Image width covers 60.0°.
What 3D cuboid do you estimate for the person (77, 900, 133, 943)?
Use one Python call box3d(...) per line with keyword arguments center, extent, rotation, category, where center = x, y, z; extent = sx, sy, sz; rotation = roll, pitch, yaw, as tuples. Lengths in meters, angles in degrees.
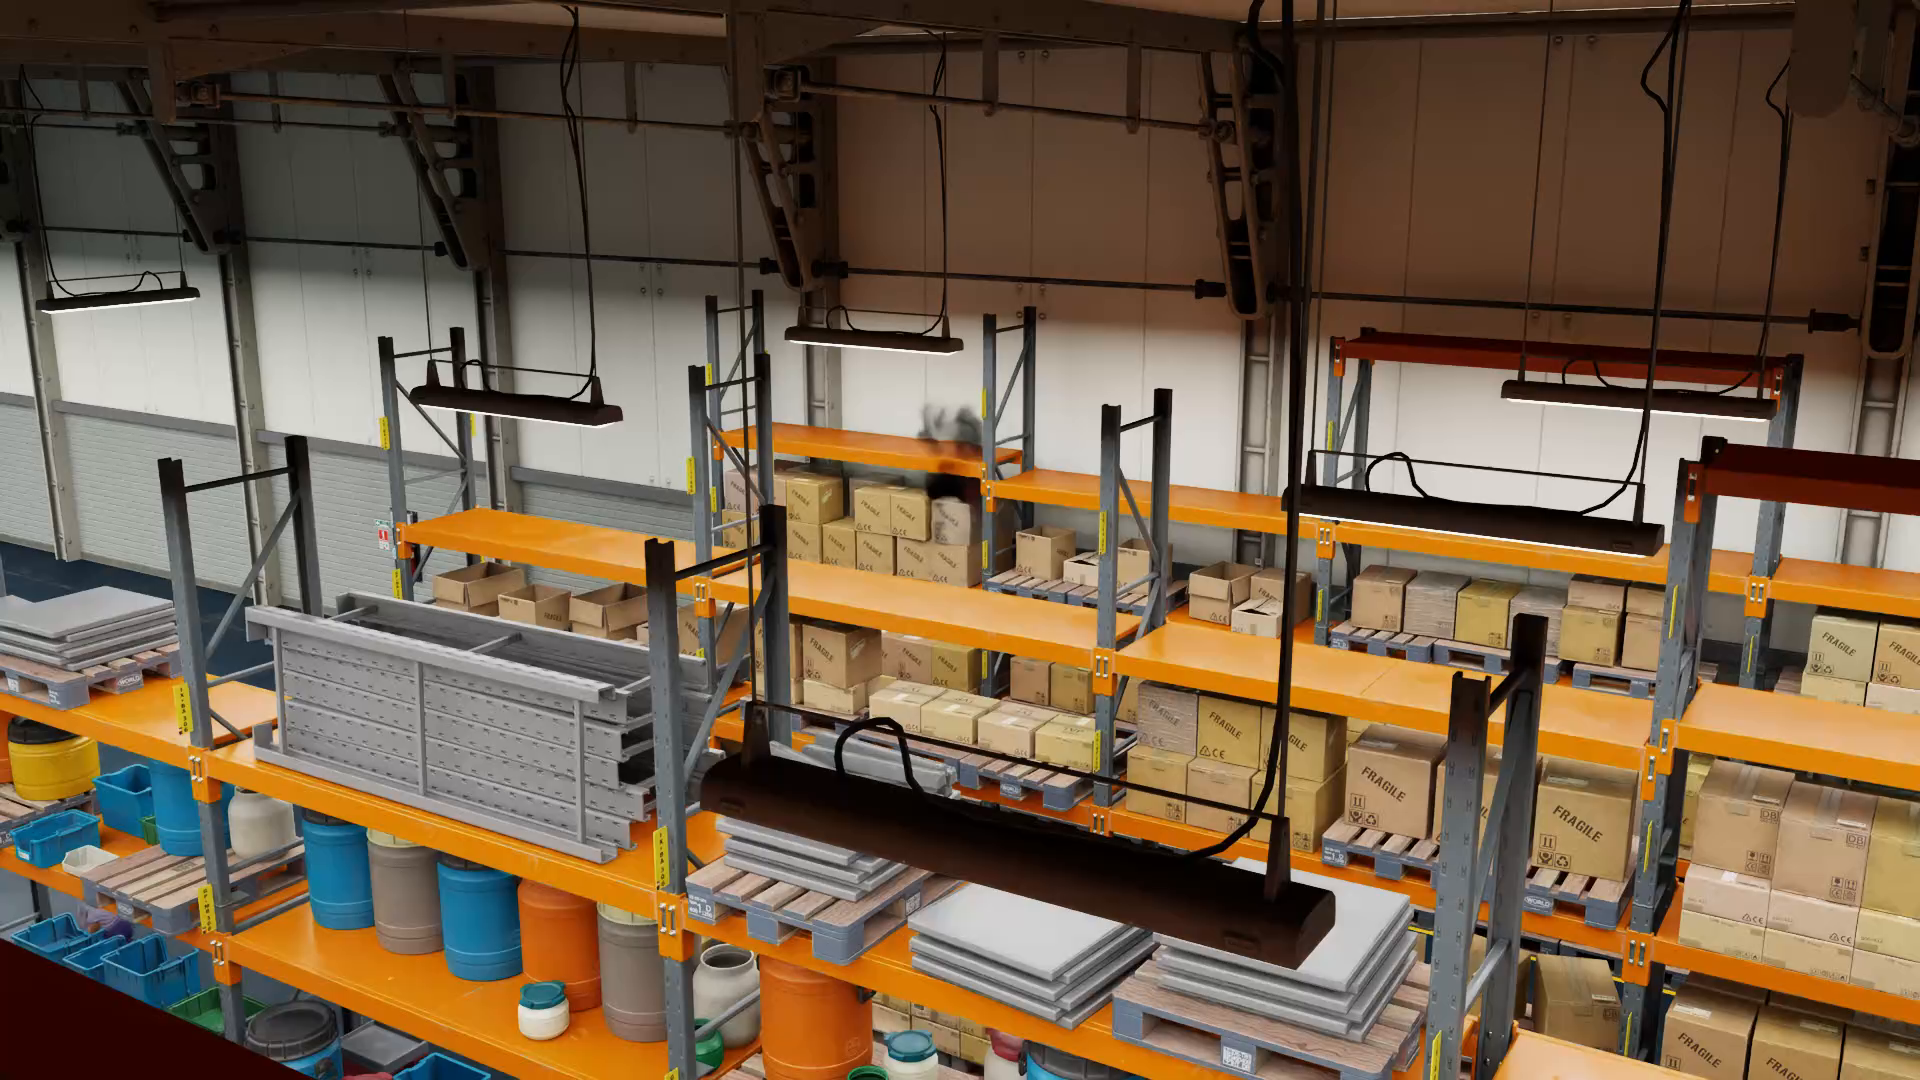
box3d(center=(-7.762, 3.660, 15.228), extent=(0.609, 1.612, 0.654), rotation=(1, 14, 5), category="person")
